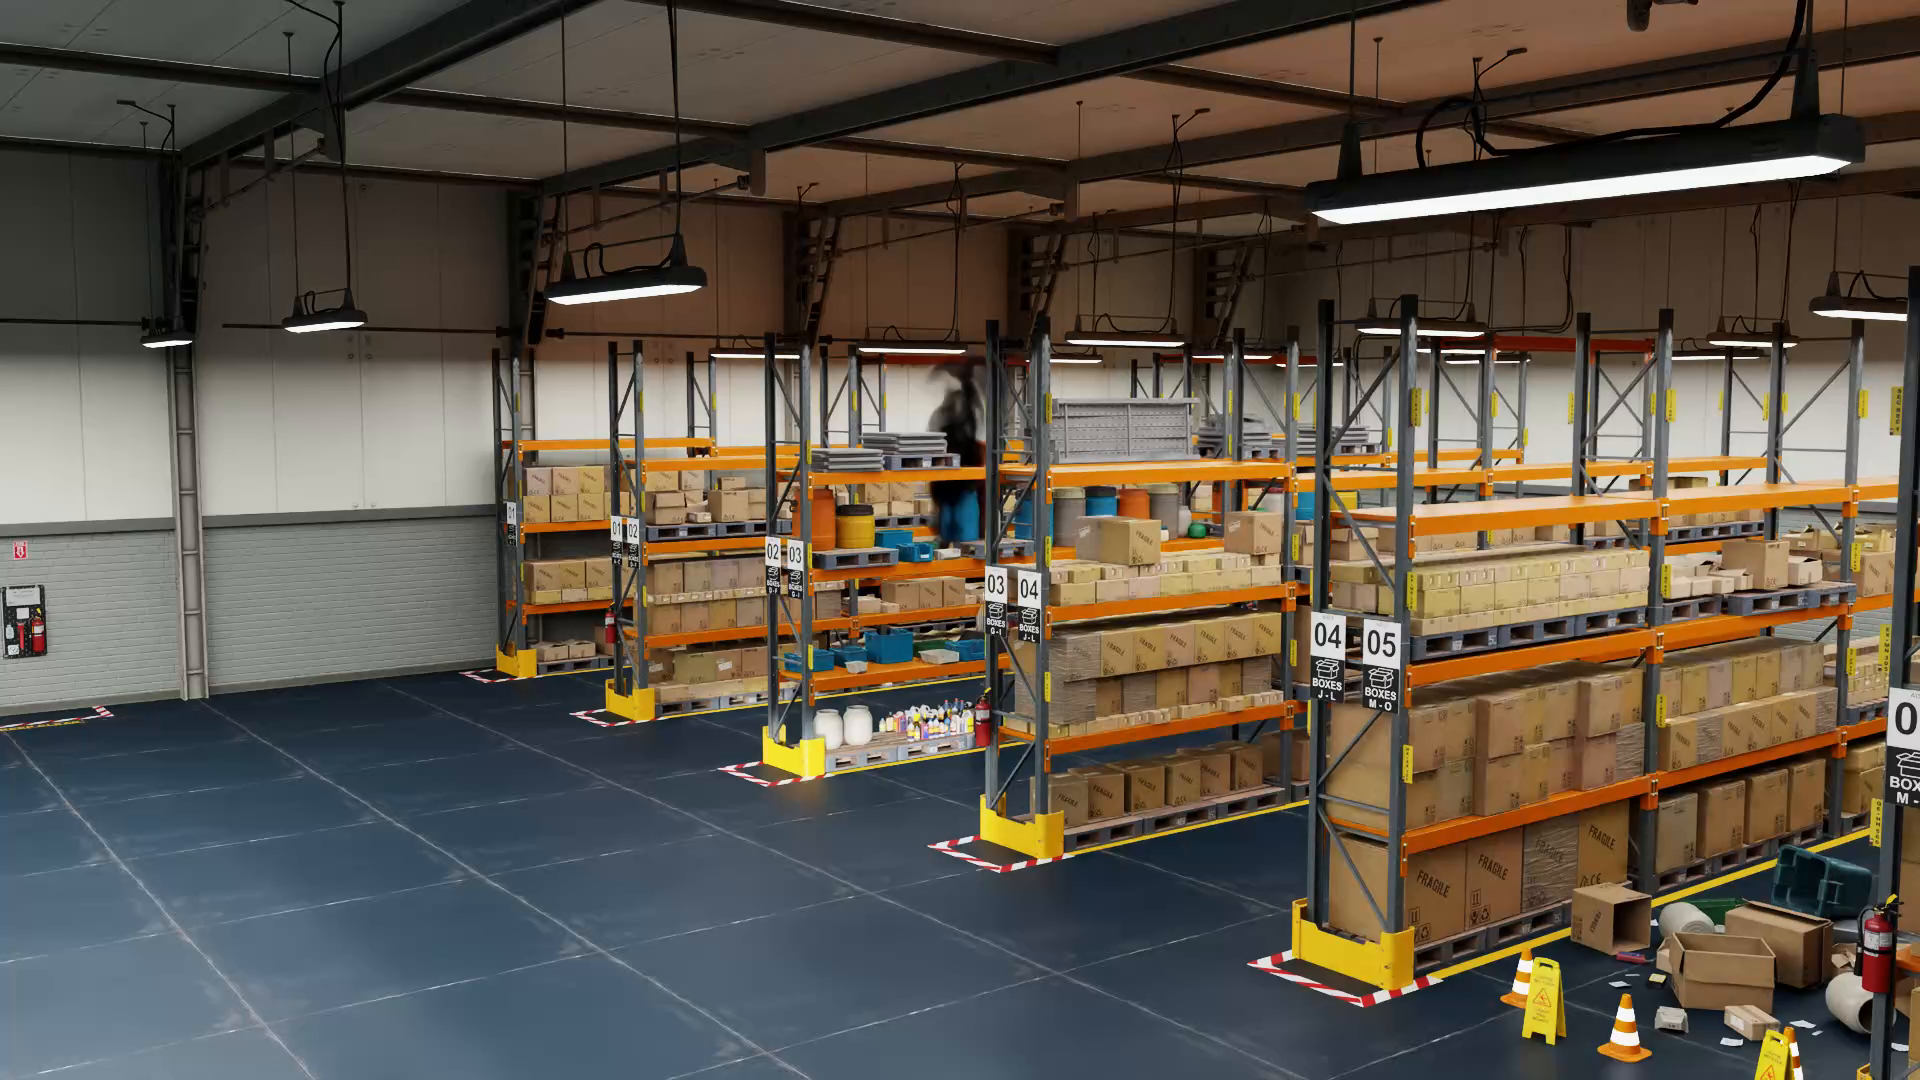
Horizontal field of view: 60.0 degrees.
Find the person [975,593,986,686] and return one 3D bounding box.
[{"bbox_3d":[0.508,1.647,27.846,0.595,1.641,0.518,5,7,43],"label":"person"}]
